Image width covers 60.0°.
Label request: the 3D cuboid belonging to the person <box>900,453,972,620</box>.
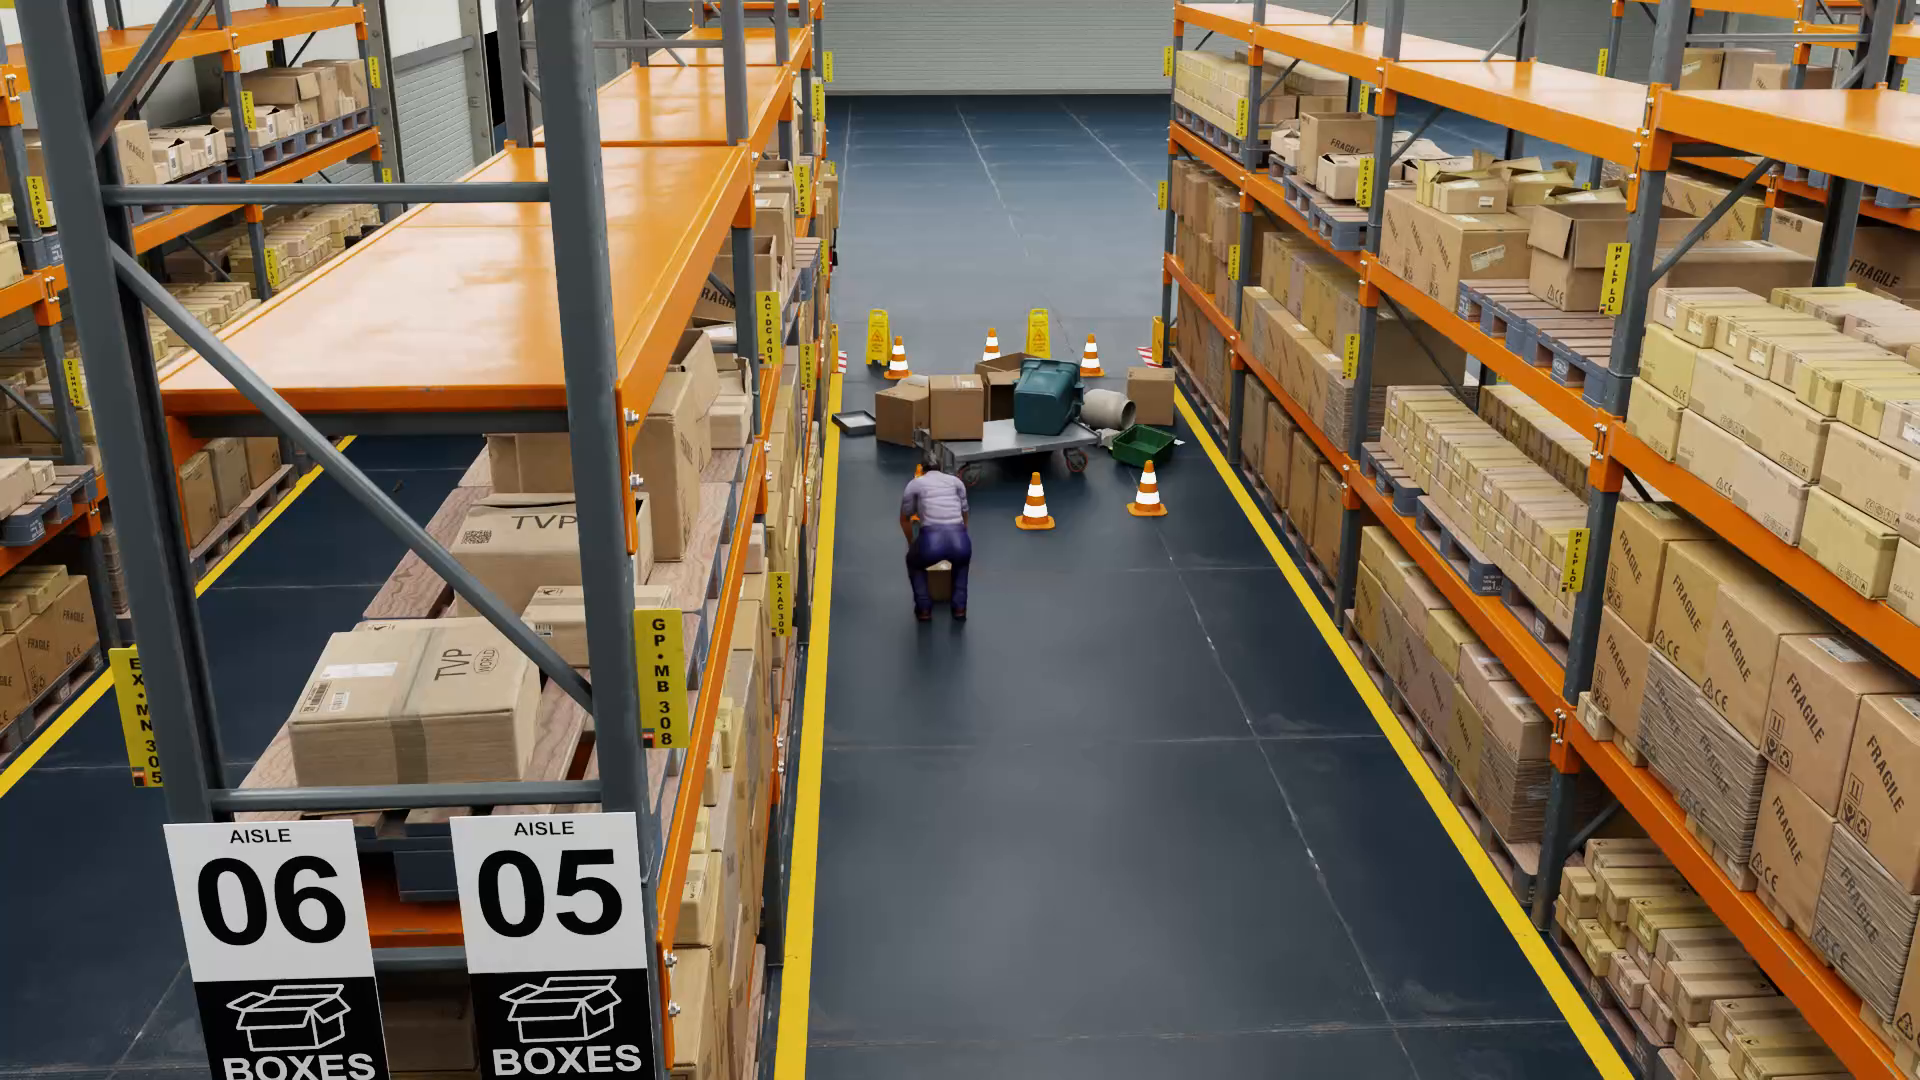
[{"bbox_3d":[-0.180,-0.005,12.583,0.536,1.198,0.741,-2,21,-5],"label":"person"}]
